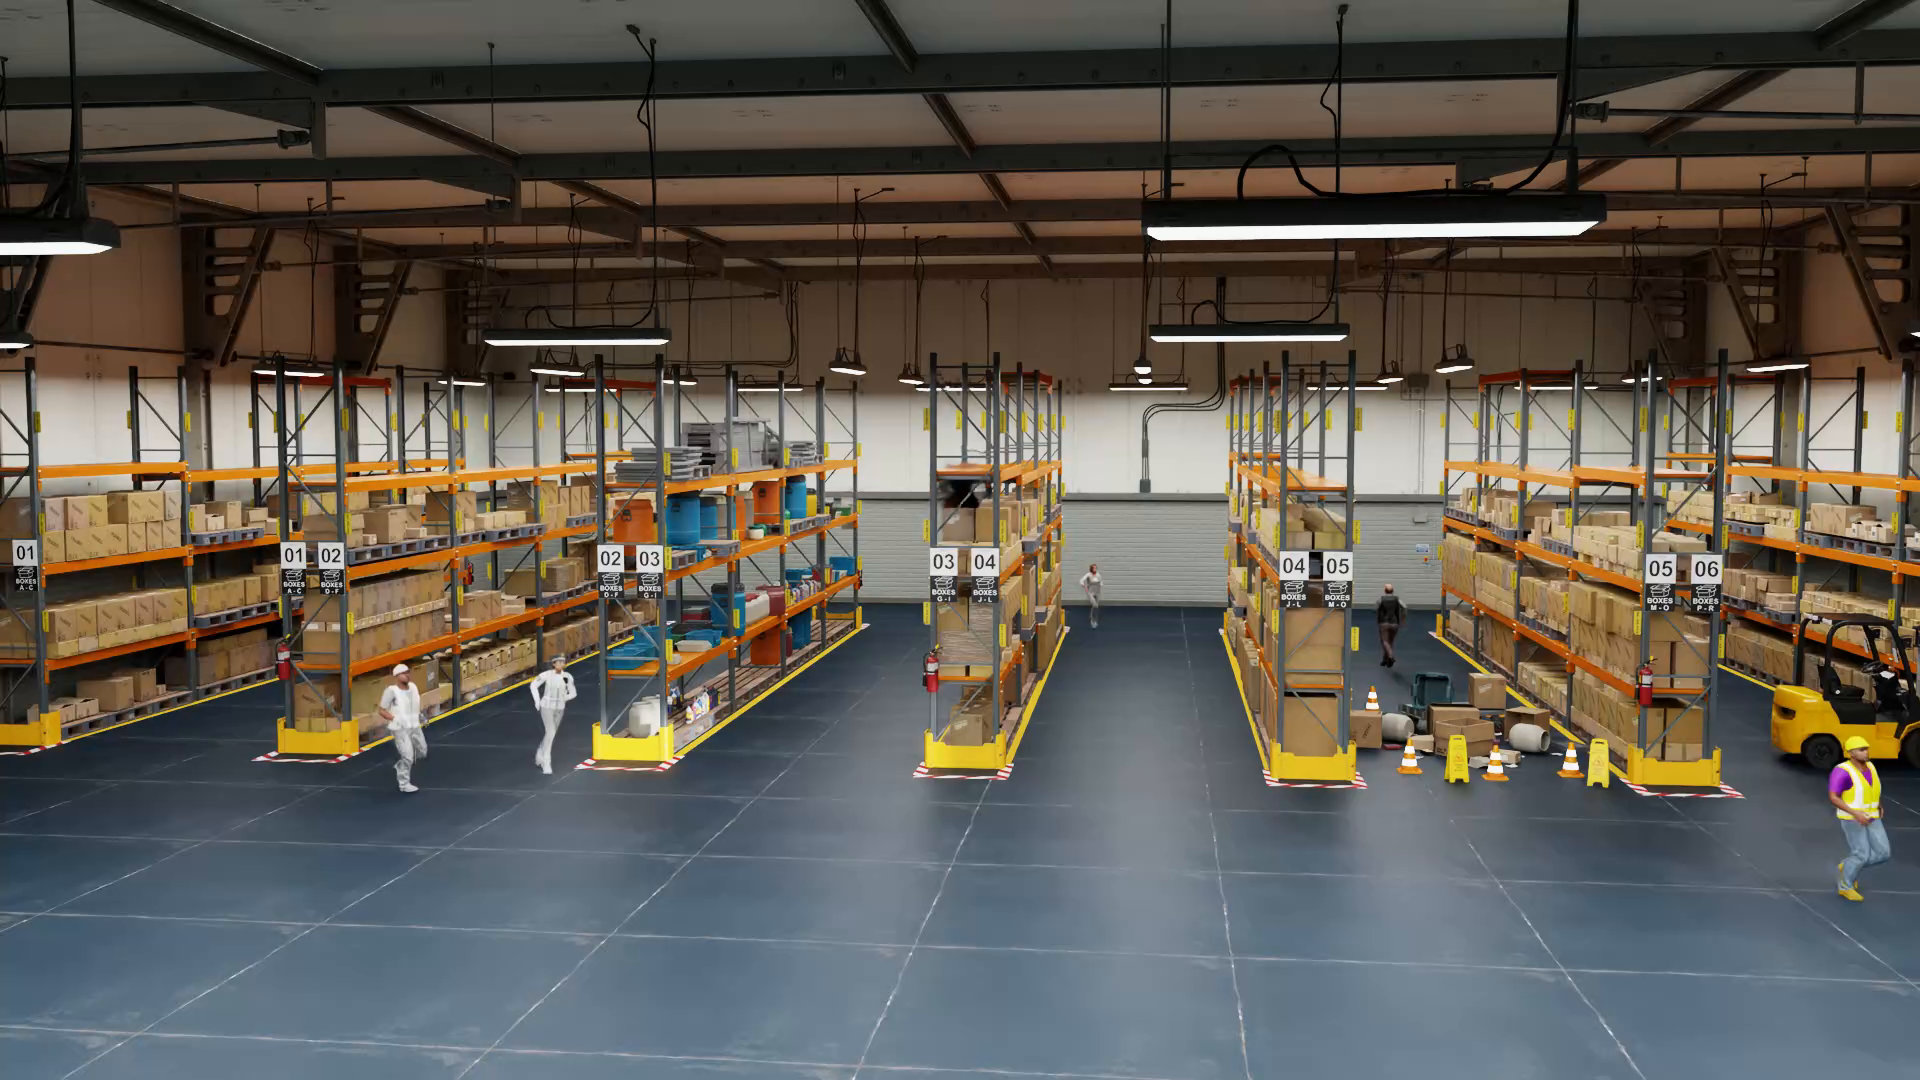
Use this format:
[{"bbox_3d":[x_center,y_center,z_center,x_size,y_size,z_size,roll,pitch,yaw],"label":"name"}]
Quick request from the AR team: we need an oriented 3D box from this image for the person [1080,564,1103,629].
[{"bbox_3d":[3.232,1.364,40.446,0.515,1.599,0.639,-2,5,-29],"label":"person"}]

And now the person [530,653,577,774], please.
[{"bbox_3d":[-5.859,2.483,24.039,0.589,1.729,0.684,-3,5,-38],"label":"person"}]

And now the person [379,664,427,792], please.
[{"bbox_3d":[-7.525,2.542,22.522,0.620,1.733,0.678,3,5,32],"label":"person"}]

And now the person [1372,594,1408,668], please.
[{"bbox_3d":[8.654,1.837,33.563,0.653,1.516,0.972,0,4,-4],"label":"person"}]

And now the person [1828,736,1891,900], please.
[{"bbox_3d":[9.434,2.912,17.412,0.707,1.724,0.520,-2,4,-22],"label":"person"}]
